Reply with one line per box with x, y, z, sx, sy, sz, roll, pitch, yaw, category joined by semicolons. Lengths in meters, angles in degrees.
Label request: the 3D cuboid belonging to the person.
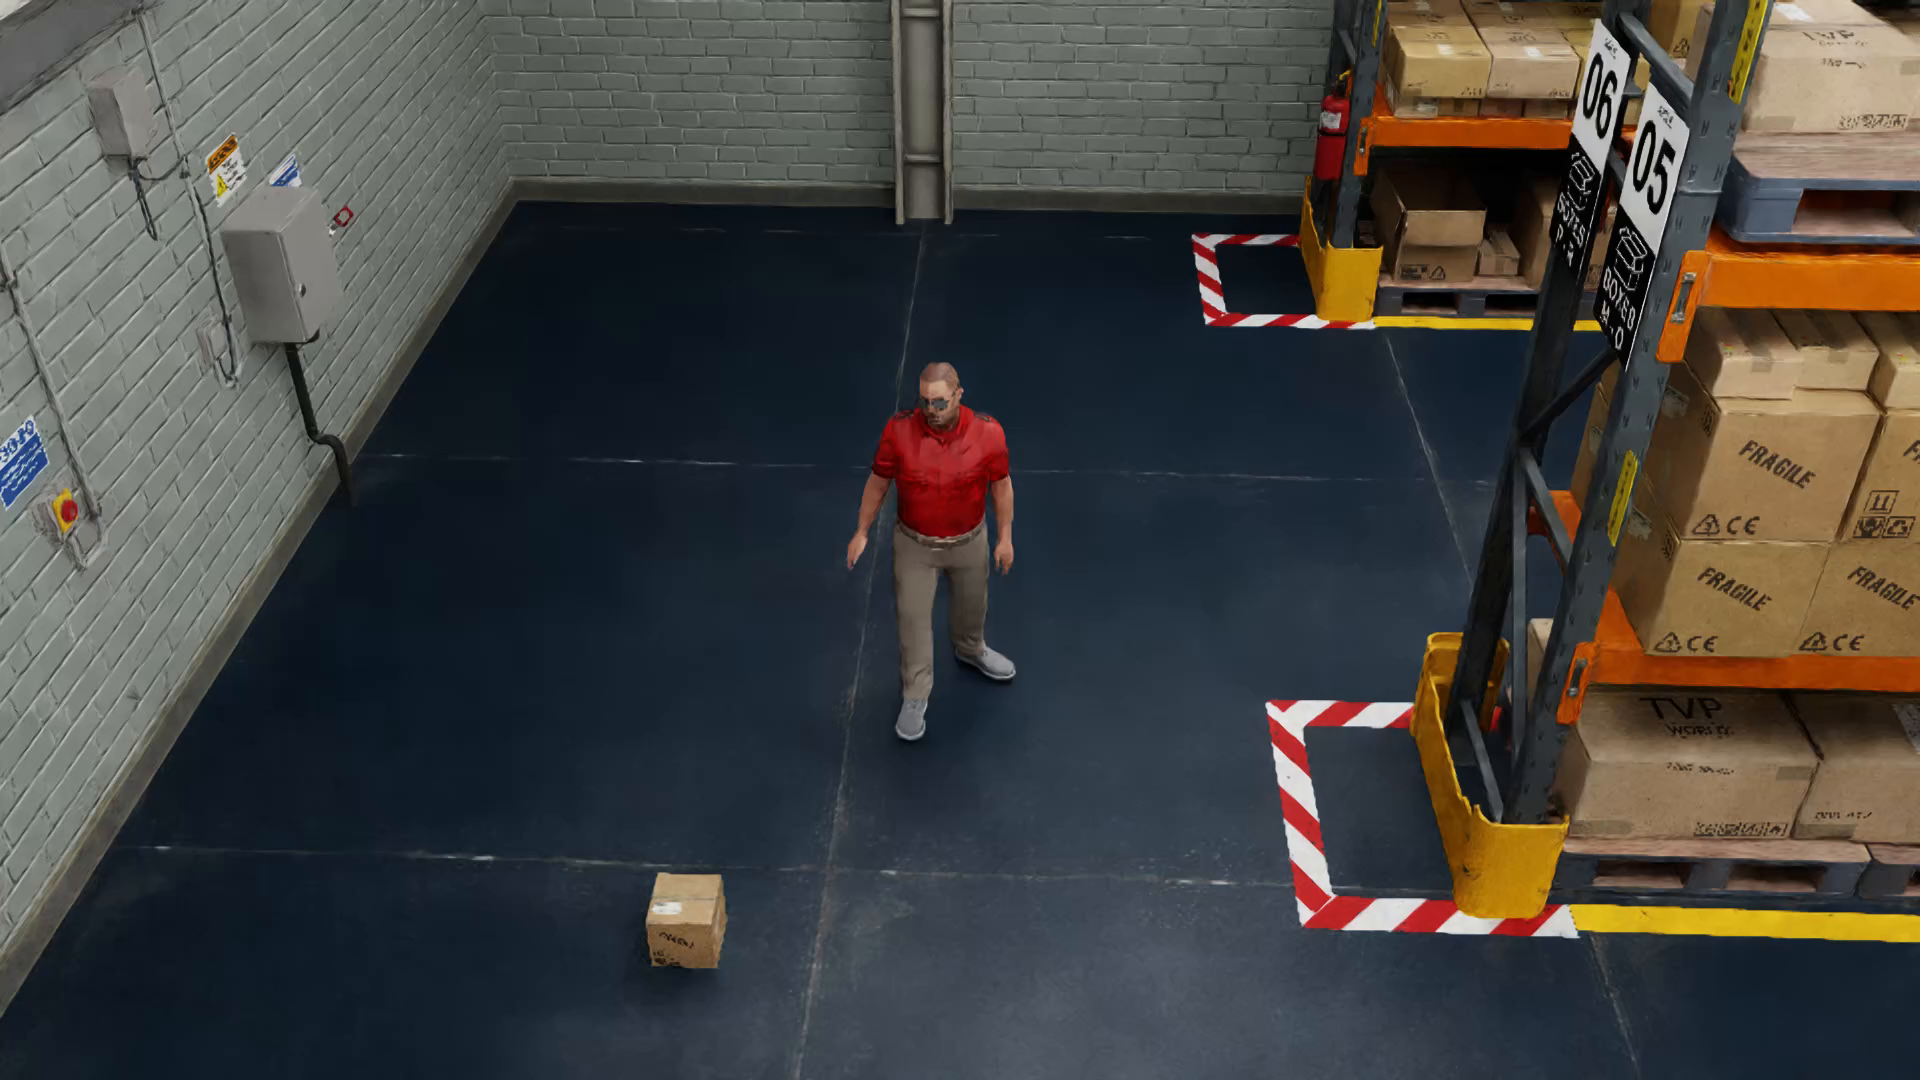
-0.109;0.016;7.093;0.756;1.716;0.633;-3;36;-4;person
